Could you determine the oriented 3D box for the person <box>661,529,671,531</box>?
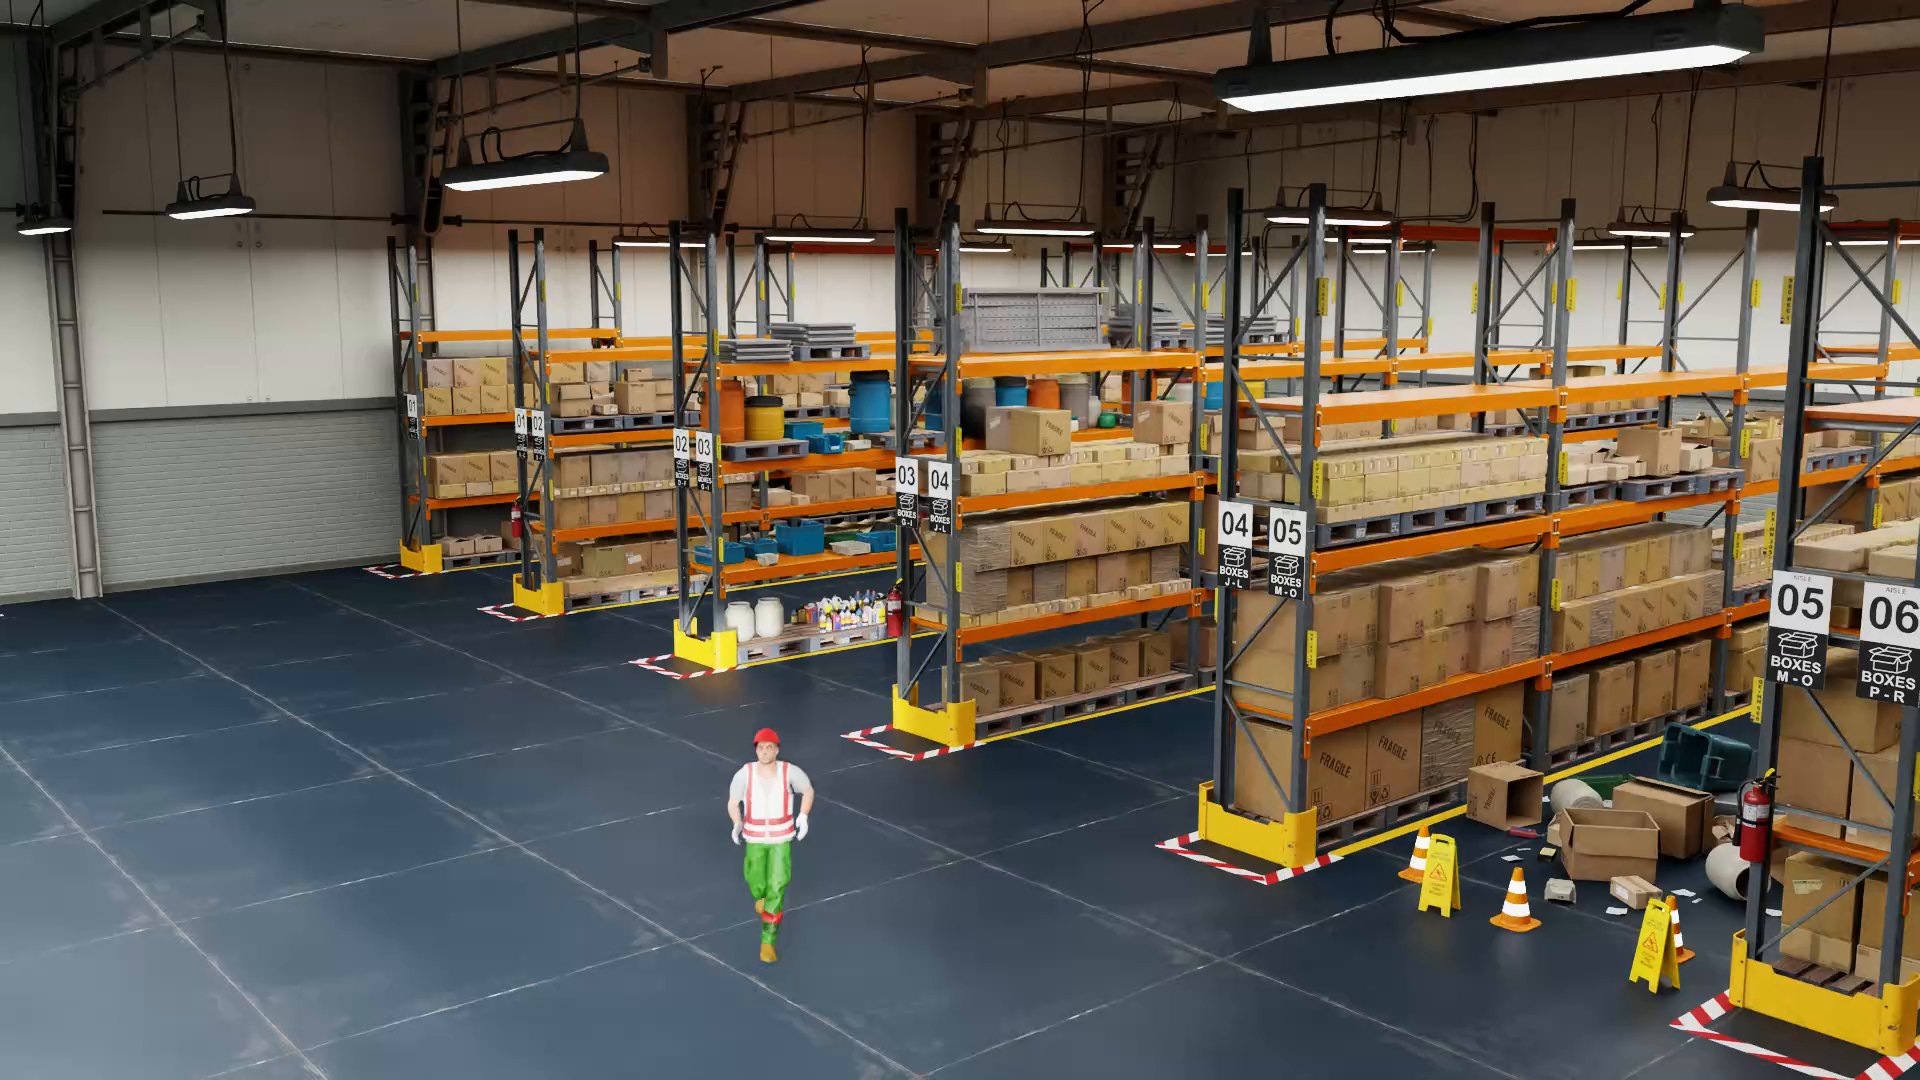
[{"bbox_3d":[-5.296,-0.322,30.087,0.676,1.773,0.669,-7,11,-40],"label":"person"}]

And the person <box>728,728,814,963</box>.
[{"bbox_3d":[-1.479,2.329,13.027,0.669,1.754,0.825,0,9,-2],"label":"person"}]
